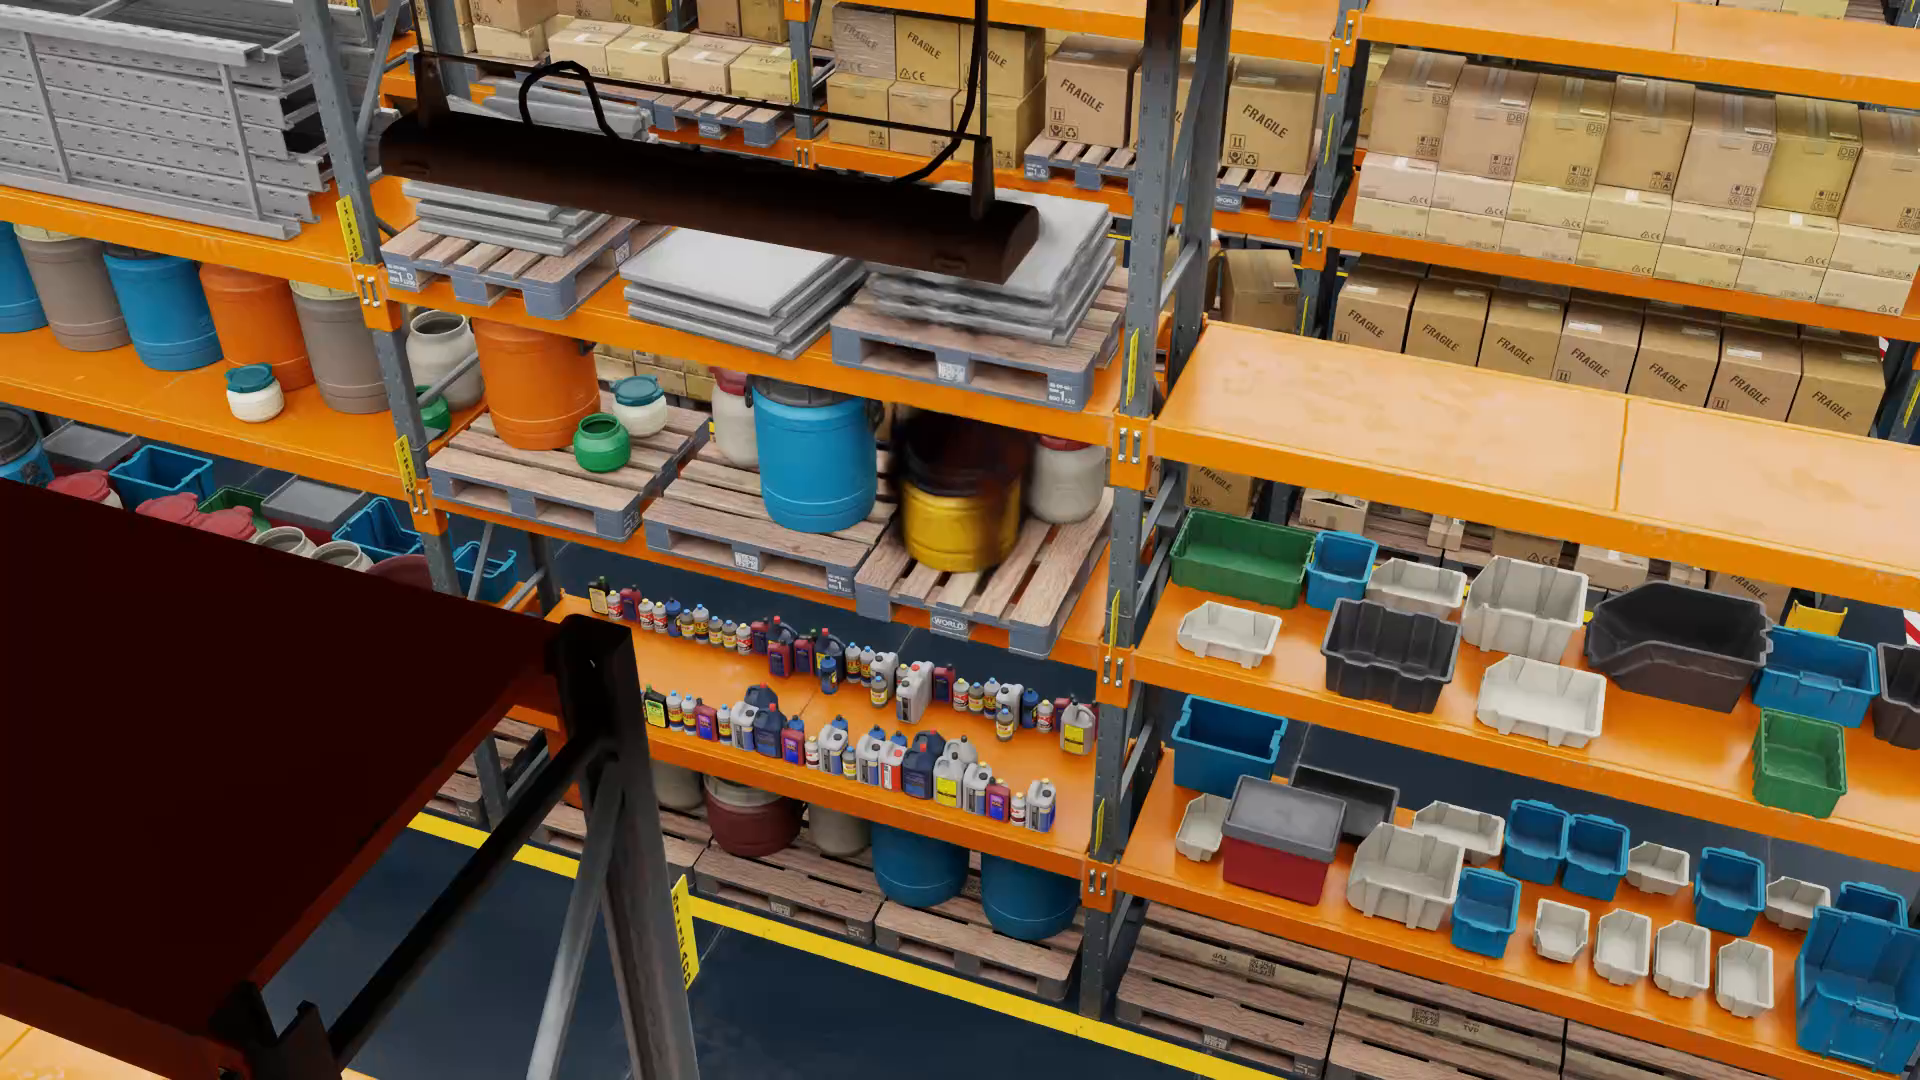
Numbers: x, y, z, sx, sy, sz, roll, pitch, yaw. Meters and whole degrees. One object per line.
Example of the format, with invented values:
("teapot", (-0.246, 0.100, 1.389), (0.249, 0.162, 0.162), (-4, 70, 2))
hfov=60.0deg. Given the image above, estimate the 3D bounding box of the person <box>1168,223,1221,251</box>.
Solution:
("person", (2.183, -2.462, 15.312), (0.854, 1.712, 0.555), (13, 38, 16))
